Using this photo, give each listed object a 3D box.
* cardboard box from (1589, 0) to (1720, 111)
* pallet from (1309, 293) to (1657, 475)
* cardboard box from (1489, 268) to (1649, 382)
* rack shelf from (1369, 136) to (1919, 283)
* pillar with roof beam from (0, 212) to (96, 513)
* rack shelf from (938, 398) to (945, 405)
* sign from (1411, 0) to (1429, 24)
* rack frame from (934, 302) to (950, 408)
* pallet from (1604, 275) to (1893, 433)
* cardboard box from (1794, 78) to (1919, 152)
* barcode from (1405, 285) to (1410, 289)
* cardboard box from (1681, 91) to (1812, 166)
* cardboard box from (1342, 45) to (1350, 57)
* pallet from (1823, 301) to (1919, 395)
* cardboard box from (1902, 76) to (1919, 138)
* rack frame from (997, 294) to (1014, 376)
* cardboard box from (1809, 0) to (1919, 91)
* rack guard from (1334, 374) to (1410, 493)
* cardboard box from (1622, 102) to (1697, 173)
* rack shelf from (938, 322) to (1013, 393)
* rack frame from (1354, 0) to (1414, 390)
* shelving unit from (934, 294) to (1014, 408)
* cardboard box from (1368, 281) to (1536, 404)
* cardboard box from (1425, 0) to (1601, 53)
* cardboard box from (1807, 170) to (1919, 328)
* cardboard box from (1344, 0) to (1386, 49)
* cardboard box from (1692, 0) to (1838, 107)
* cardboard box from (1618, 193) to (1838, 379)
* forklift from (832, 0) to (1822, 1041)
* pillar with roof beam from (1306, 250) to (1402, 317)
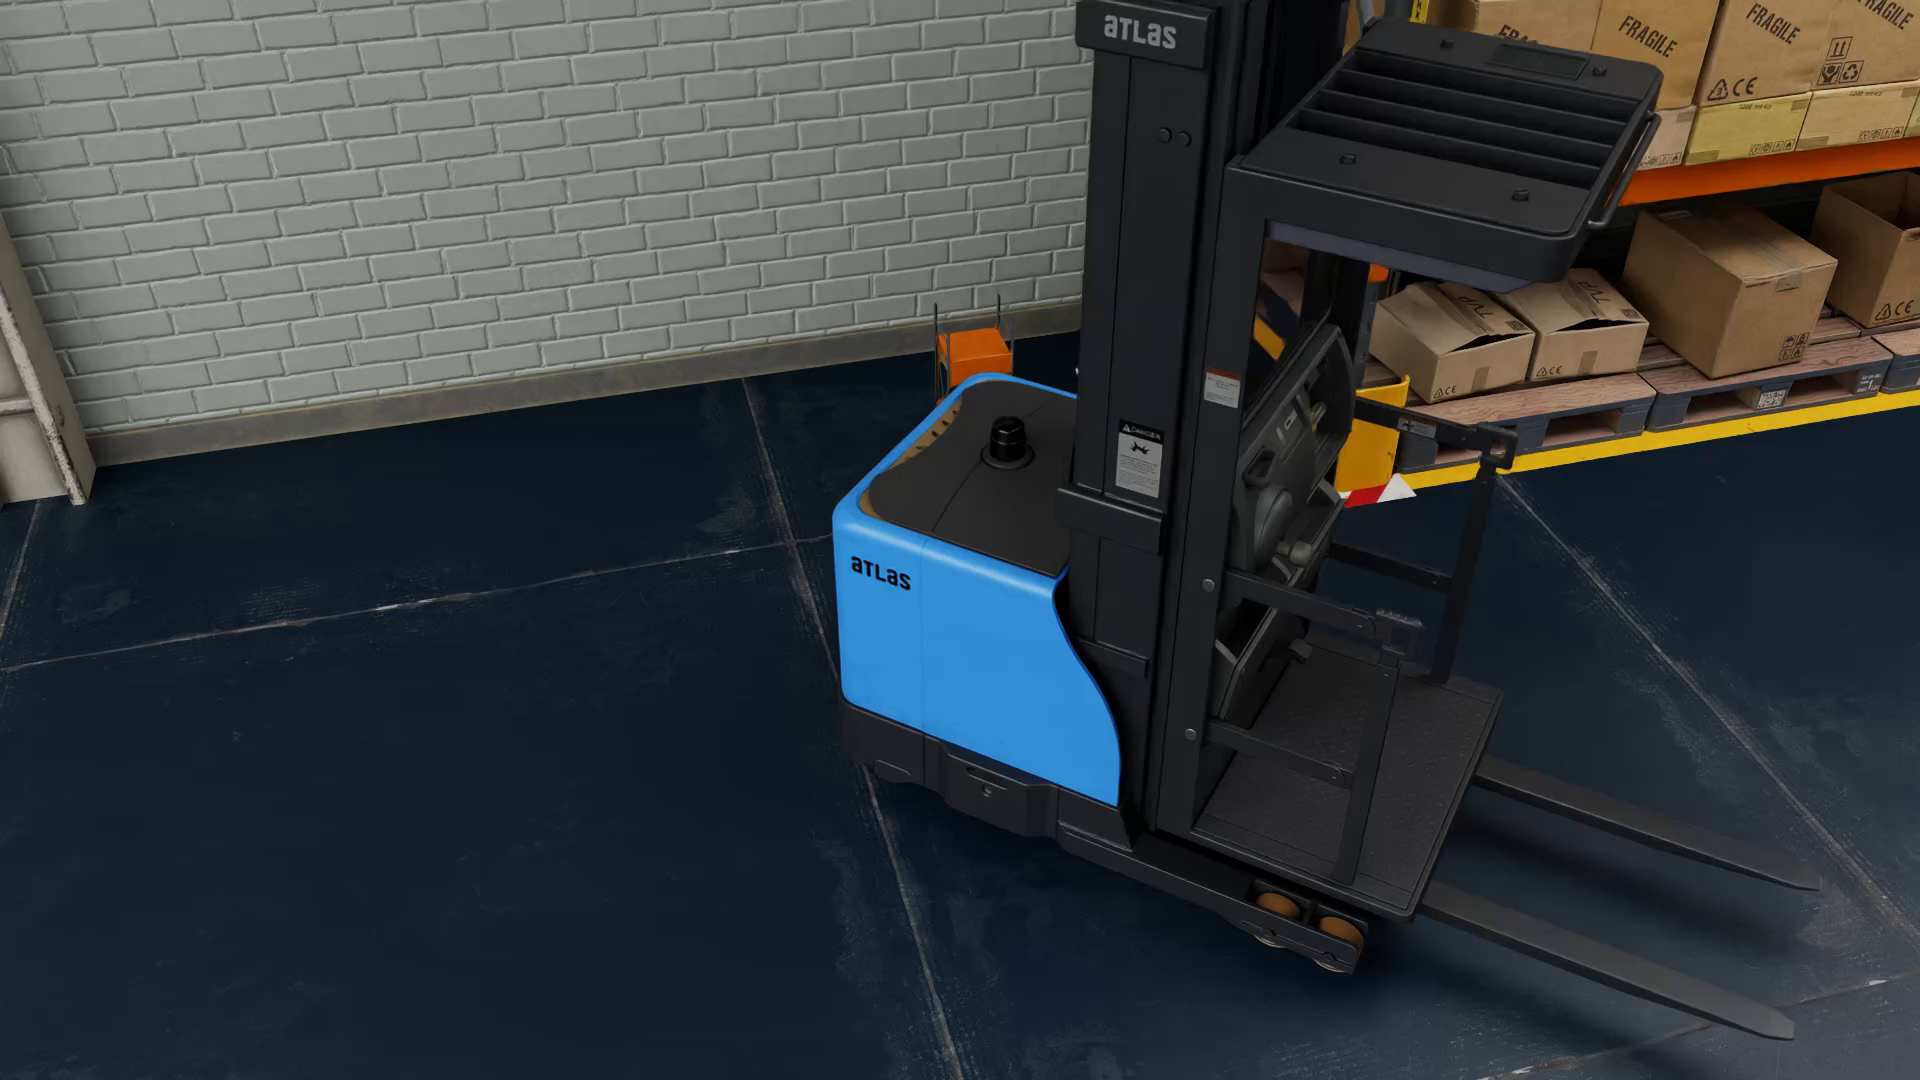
[{"bbox_3d":[2.480,-1.954,6.325,0.500,0.500,0.500,-9,38,-12],"label":"cardboard box"},{"bbox_3d":[2.328,-0.748,7.554,1.213,0.211,1.003,-9,38,-12],"label":"pallet"},{"bbox_3d":[2.703,-0.990,7.426,0.500,0.311,0.500,-6,38,-8],"label":"cardboard box"},{"bbox_3d":[3.392,-1.767,7.183,4.000,0.370,1.077,-9,38,-12],"label":"rack shelf"},{"bbox_3d":[-2.758,-1.261,0.992,0.400,9.000,9.100,-9,38,-12],"label":"pillar with roof beam"},{"bbox_3d":[0.052,-0.417,6.449,0.240,0.259,0.215,-9,38,-12],"label":"rack shelf"},{"bbox_3d":[1.603,-1.761,5.871,0.005,0.325,0.100,-9,38,-12],"label":"sign"},{"bbox_3d":[-0.066,-0.406,6.417,0.008,1.050,0.200,-9,38,-12],"label":"rack frame"},{"bbox_3d":[3.504,-0.939,7.804,1.213,0.211,1.003,-9,38,-12],"label":"pallet"},{"bbox_3d":[3.495,-1.822,6.770,0.500,0.250,0.500,-9,38,-12],"label":"cardboard box"},{"bbox_3d":[2.066,-1.140,7.615,0.075,0.075,0.001,-9,38,-12],"label":"barcode"},{"bbox_3d":[3.006,-1.743,6.667,0.500,0.250,0.500,-10,39,-13],"label":"cardboard box"},{"bbox_3d":[1.862,-1.872,6.835,0.500,0.250,0.500,-9,38,-11],"label":"cardboard box"},{"bbox_3d":[4.684,-1.135,8.060,1.213,0.211,1.003,-9,38,-12],"label":"pallet"},{"bbox_3d":[3.980,-1.902,6.875,0.500,0.250,0.500,-10,38,-12],"label":"cardboard box"},{"bbox_3d":[0.169,-0.445,6.467,0.008,1.050,0.200,-9,38,-12],"label":"rack frame"},{"bbox_3d":[3.476,-2.121,6.543,0.500,0.500,0.500,-8,38,-11],"label":"cardboard box"},{"bbox_3d":[1.535,-0.755,7.325,0.348,0.500,1.175,-9,38,-12],"label":"rack guard"},{"bbox_3d":[2.513,-1.666,6.566,0.500,0.250,0.500,-10,39,-13],"label":"cardboard box"},{"bbox_3d":[0.052,-0.642,6.276,0.240,0.259,0.215,-9,38,-12],"label":"rack shelf"},{"bbox_3d":[1.461,-1.736,6.550,0.127,3.000,1.000,-9,38,-12],"label":"rack frame"},{"bbox_3d":[0.052,-0.425,6.442,0.252,1.050,0.215,-9,38,-12],"label":"shelving unit"},{"bbox_3d":[2.153,-0.899,7.308,0.500,0.311,0.500,-14,39,-17],"label":"cardboard box"},{"bbox_3d":[2.001,-1.881,6.230,0.500,0.500,0.500,-9,38,-12],"label":"cardboard box"},{"bbox_3d":[4.332,-1.363,7.759,0.500,0.500,0.500,-12,39,-15],"label":"cardboard box"},{"bbox_3d":[1.861,-2.181,6.622,0.500,0.500,0.500,-10,38,-12],"label":"cardboard box"},{"bbox_3d":[2.981,-2.032,6.427,0.500,0.500,0.500,-11,39,-13],"label":"cardboard box"},{"bbox_3d":[3.425,-1.152,7.482,0.500,0.500,0.700,-12,39,-15],"label":"cardboard box"},{"bbox_3d":[1.129,-0.229,4.636,3.031,2.935,1.130,18,41,22],"label":"forklift"},{"bbox_3d":[3.034,-2.212,2.235,0.400,9.000,9.100,-9,38,-12],"label":"pillar with roof beam"}]
